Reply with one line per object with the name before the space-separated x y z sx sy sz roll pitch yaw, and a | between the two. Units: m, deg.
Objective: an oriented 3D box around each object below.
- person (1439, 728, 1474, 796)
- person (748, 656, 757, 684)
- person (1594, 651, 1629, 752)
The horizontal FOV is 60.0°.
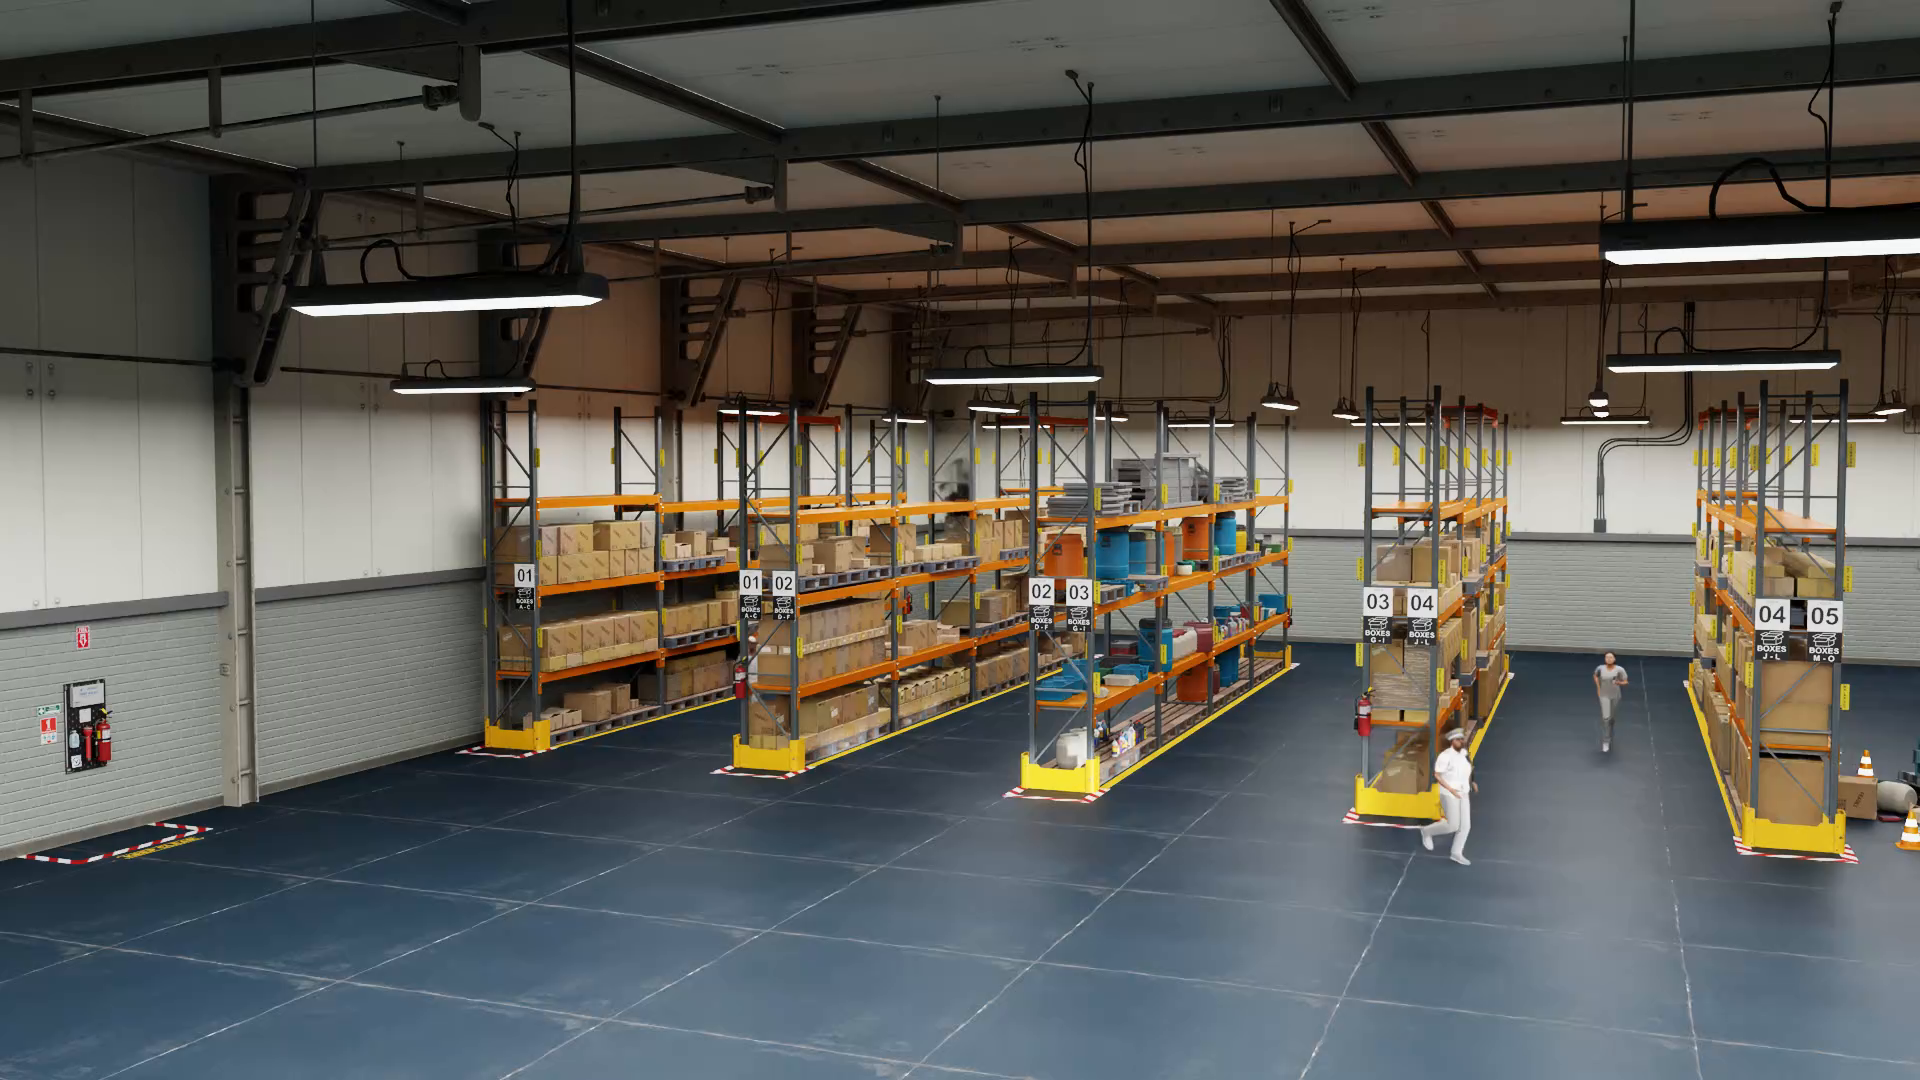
person | 6.161 2.738 20.649 0.411 0.827 0.355 -2 3 -31
person | -3.773 2.767 30.502 0.555 1.472 0.599 0 3 8
person | 11.215 2.761 28.645 0.541 1.725 0.793 1 3 18
